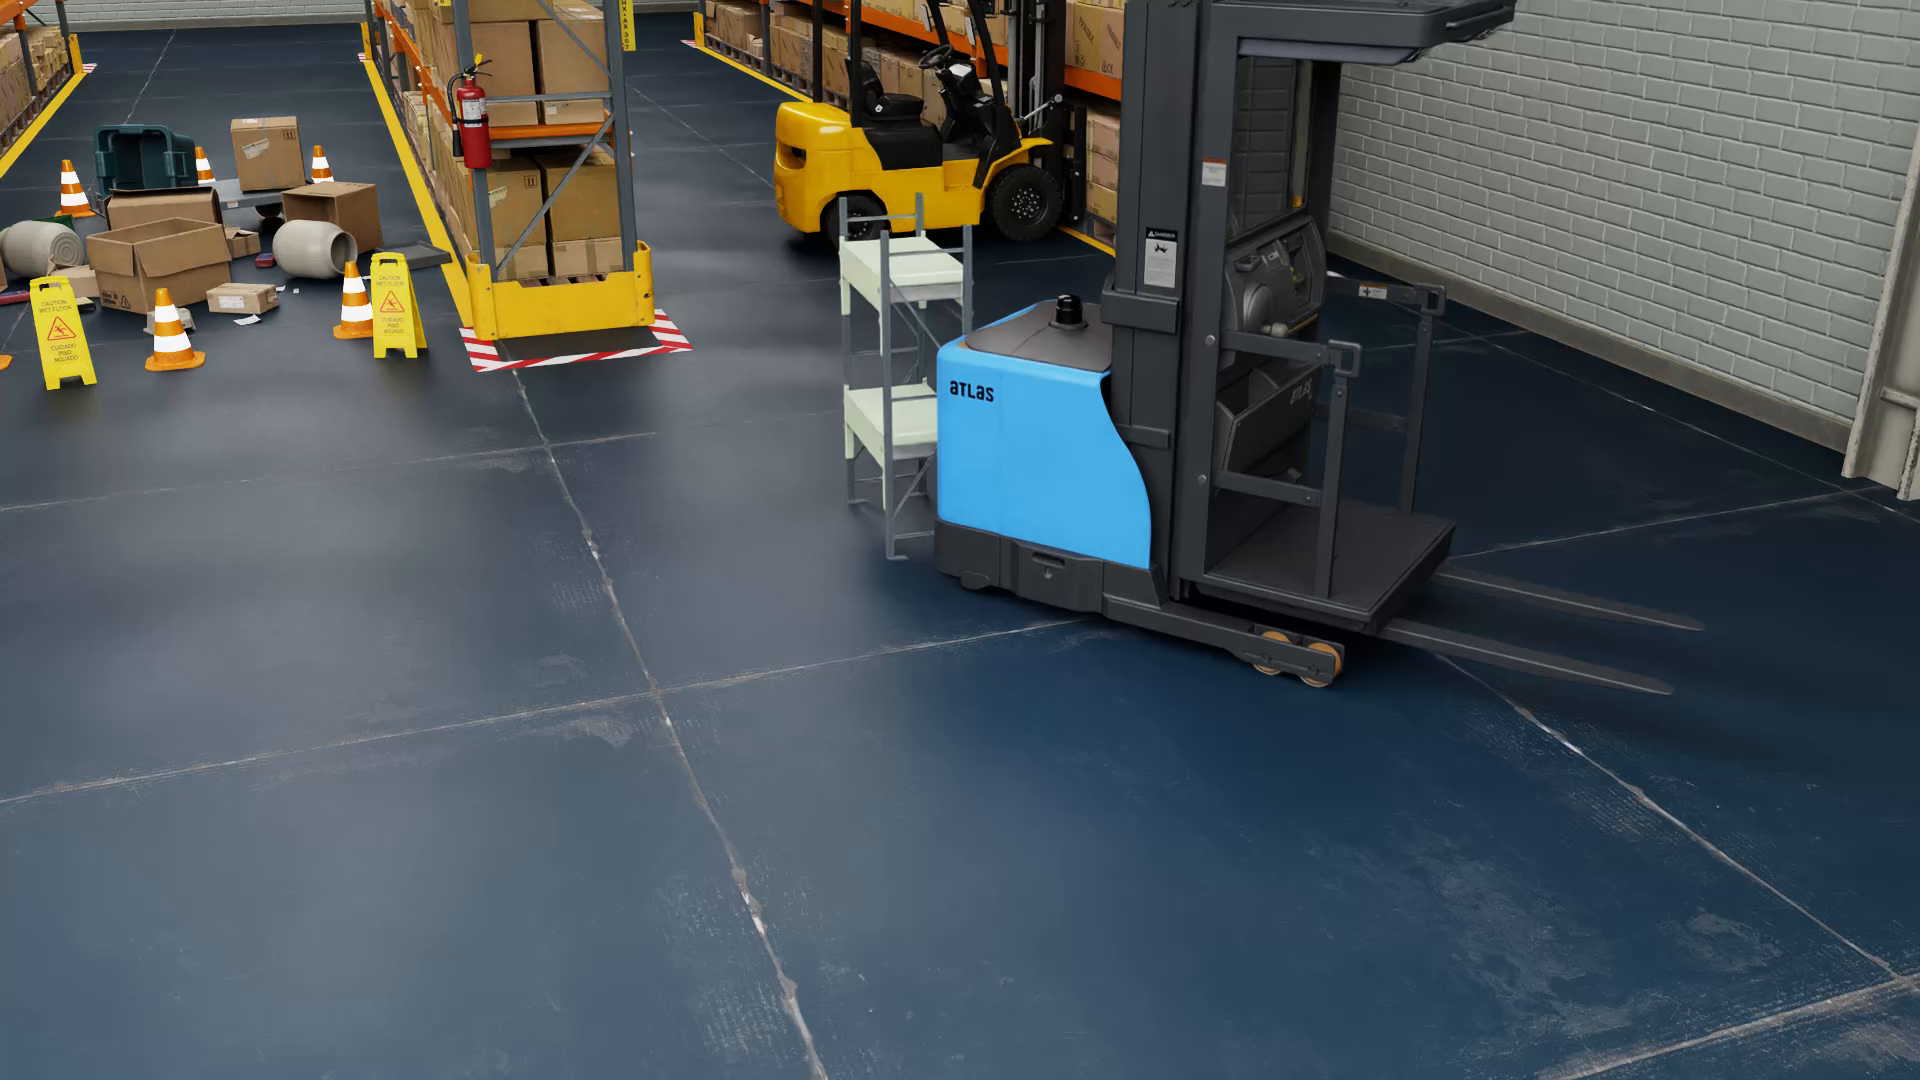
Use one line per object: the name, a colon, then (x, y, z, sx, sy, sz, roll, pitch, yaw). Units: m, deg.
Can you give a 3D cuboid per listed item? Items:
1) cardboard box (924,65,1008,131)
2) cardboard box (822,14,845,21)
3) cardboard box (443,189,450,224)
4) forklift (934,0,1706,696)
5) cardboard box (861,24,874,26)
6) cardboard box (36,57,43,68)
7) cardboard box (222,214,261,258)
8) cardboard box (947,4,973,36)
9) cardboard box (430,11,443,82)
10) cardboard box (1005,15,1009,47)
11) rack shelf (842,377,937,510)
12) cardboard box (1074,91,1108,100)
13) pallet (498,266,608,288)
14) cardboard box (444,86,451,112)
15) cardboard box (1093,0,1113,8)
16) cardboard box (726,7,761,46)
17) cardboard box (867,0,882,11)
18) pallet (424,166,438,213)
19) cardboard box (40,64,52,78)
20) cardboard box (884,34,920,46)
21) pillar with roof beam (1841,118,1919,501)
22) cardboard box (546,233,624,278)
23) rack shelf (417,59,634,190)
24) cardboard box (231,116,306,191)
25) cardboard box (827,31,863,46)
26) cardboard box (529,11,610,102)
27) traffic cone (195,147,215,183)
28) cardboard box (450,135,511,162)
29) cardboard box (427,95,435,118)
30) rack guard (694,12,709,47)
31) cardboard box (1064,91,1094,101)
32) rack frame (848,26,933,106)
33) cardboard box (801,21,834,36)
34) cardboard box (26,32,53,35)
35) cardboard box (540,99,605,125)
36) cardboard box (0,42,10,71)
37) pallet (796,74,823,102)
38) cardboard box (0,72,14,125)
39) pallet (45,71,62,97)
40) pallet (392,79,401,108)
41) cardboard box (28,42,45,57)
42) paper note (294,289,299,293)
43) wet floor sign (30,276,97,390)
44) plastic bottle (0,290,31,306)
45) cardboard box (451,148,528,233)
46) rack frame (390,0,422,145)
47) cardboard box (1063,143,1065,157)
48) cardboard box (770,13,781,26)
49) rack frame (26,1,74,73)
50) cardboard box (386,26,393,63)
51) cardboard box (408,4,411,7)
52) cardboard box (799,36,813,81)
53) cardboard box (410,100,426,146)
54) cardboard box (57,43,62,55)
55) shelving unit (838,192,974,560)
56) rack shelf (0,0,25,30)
cardboard box: (0.147, -4.495, 17.070, 0.875, 0.625, 0.625, -9, 24, -20)
cardboard box: (-1.626, -6.896, 22.092, 0.380, 0.149, 0.250, -8, 24, -18)
cardboard box: (-3.878, -2.725, 13.353, 0.500, 0.250, 0.500, -7, 24, -16)
forklift: (1.410, -1.020, 6.395, 3.031, 2.935, 1.130, 14, 26, 29)
cardboard box: (-1.203, -6.414, 20.947, 0.380, 0.149, 0.250, -8, 24, -19)
cardboard box: (-11.744, -5.991, 20.848, 0.380, 0.149, 0.250, -7, 24, -17)
cardboard box: (-5.753, -2.392, 13.083, 0.396, 0.266, 0.258, 12, 26, 27)
cardboard box: (0.186, -5.003, 15.951, 0.500, 0.250, 0.500, -8, 24, -18)
cardboard box: (-3.416, -3.496, 11.672, 0.500, 0.500, 0.500, -8, 24, -19)
cardboard box: (0.721, -4.587, 14.642, 0.500, 0.500, 0.500, -8, 24, -18)
rack shelf: (-0.252, -0.461, 7.753, 0.431, 0.370, 0.720, -7, 24, -16)
cardboard box: (1.323, -3.792, 14.597, 0.500, 0.250, 0.500, -8, 24, -19)
pallet: (-2.901, -1.832, 11.824, 1.003, 0.211, 1.213, -8, 24, -19)
cardboard box: (-3.335, -3.042, 11.429, 0.380, 0.149, 0.250, -8, 24, -18)
cardboard box: (1.270, -4.278, 13.073, 0.380, 0.149, 0.250, -9, 25, -21)
cardboard box: (-3.144, -7.570, 24.525, 0.500, 0.500, 0.500, -8, 24, -18)
cardboard box: (-0.703, -5.931, 18.153, 0.500, 0.250, 0.500, -9, 24, -20)
pallet: (-4.310, -3.240, 15.166, 1.003, 0.211, 1.213, -8, 24, -19)
cardboard box: (-11.779, -5.955, 21.148, 0.380, 0.149, 0.250, -9, 24, -20)
cardboard box: (-0.697, -5.951, 19.850, 0.380, 0.149, 0.250, -7, 24, -16)
pillar with roof beam: (0.712, -3.842, 5.279, 9.100, 9.000, 0.400, -8, 24, -19)
cardboard box: (-2.646, -2.047, 11.743, 0.500, 0.250, 0.500, -9, 24, -19)
rack shelf: (-3.327, -3.184, 12.369, 1.077, 0.370, 4.000, -8, 24, -19)
cardboard box: (-5.688, -3.184, 13.687, 0.500, 0.500, 0.500, -8, 24, -19)
cardboard box: (-1.393, -6.060, 20.109, 0.380, 0.149, 0.250, -9, 25, -21)
cardboard box: (-2.528, -3.182, 10.927, 0.500, 0.500, 0.500, -9, 24, -20)
traffic cone: (-6.819, -3.300, 14.984, 0.336, 0.463, 0.334, -8, 24, -19)
cardboard box: (-3.340, -2.739, 11.586, 0.380, 0.149, 0.250, -8, 24, -17)
cardboard box: (-4.089, -3.508, 13.410, 0.380, 0.149, 0.250, -8, 24, -18)
rack guard: (-3.603, -8.106, 26.337, 1.175, 0.500, 0.348, -8, 24, -19)
cardboard box: (0.844, -3.727, 14.442, 0.500, 0.250, 0.500, -7, 24, -17)
rack frame: (-0.804, -6.378, 19.021, 1.000, 3.000, 0.127, -8, 24, -19)
cardboard box: (-1.819, -6.539, 21.246, 0.380, 0.149, 0.250, -7, 24, -17)
cardboard box: (-12.166, -6.604, 21.921, 0.380, 0.149, 0.250, -9, 25, -21)
cardboard box: (-2.546, -2.825, 10.914, 0.380, 0.149, 0.250, -8, 24, -19)
cardboard box: (-10.586, -5.206, 17.952, 0.500, 0.250, 0.500, -9, 25, -21)
pallet: (-1.460, -5.812, 21.268, 1.003, 0.211, 1.213, -8, 24, -19)
cardboard box: (-10.419, -4.682, 17.673, 0.500, 0.500, 0.500, -9, 24, -20)
pallet: (-12.160, -5.832, 21.314, 1.003, 0.211, 1.213, -8, 24, -19)
pallet: (-6.516, -5.594, 20.751, 1.003, 0.211, 1.213, -8, 24, -19)
cardboard box: (-11.687, -6.130, 20.795, 0.380, 0.149, 0.250, -8, 24, -18)
paper note: (-4.792, -1.799, 12.004, 0.032, 0.001, 0.123, -8, 24, -19)
wet floor sign: (-5.353, -1.249, 9.883, 0.267, 0.644, 0.232, -13, 26, -28)
plastic bottle: (-6.661, -1.714, 11.737, 0.283, 0.061, 0.133, -18, 29, -37)
cardboard box: (-3.335, -2.506, 11.867, 0.500, 0.500, 0.500, -7, 24, -17)
rack frame: (-5.446, -5.696, 17.402, 1.000, 3.000, 0.127, -8, 24, -19)
cardboard box: (1.015, -3.313, 14.104, 0.500, 0.250, 0.500, -8, 24, -19)
cardboard box: (-2.339, -7.005, 22.351, 0.380, 0.149, 0.250, -7, 24, -16)
rack frame: (-12.868, -7.887, 22.600, 1.000, 3.000, 0.127, -8, 24, -19)
cardboard box: (-7.298, -6.730, 22.614, 0.875, 0.438, 0.875, -9, 25, -21)
cardboard box: (-4.587, -4.935, 14.545, 0.500, 0.500, 0.500, -8, 24, -19)
cardboard box: (-1.710, -6.103, 21.046, 0.500, 0.500, 0.500, -9, 25, -21)
cardboard box: (-4.988, -4.205, 16.707, 0.950, 0.372, 0.625, -9, 24, -20)
cardboard box: (-12.229, -6.562, 22.205, 0.380, 0.149, 0.250, -9, 25, -21)
shelving unit: (-0.252, -0.762, 7.626, 0.431, 1.500, 0.755, -7, 24, -16)
rack shelf: (-10.748, -5.375, 17.567, 1.077, 0.370, 4.000, -8, 24, -19)
